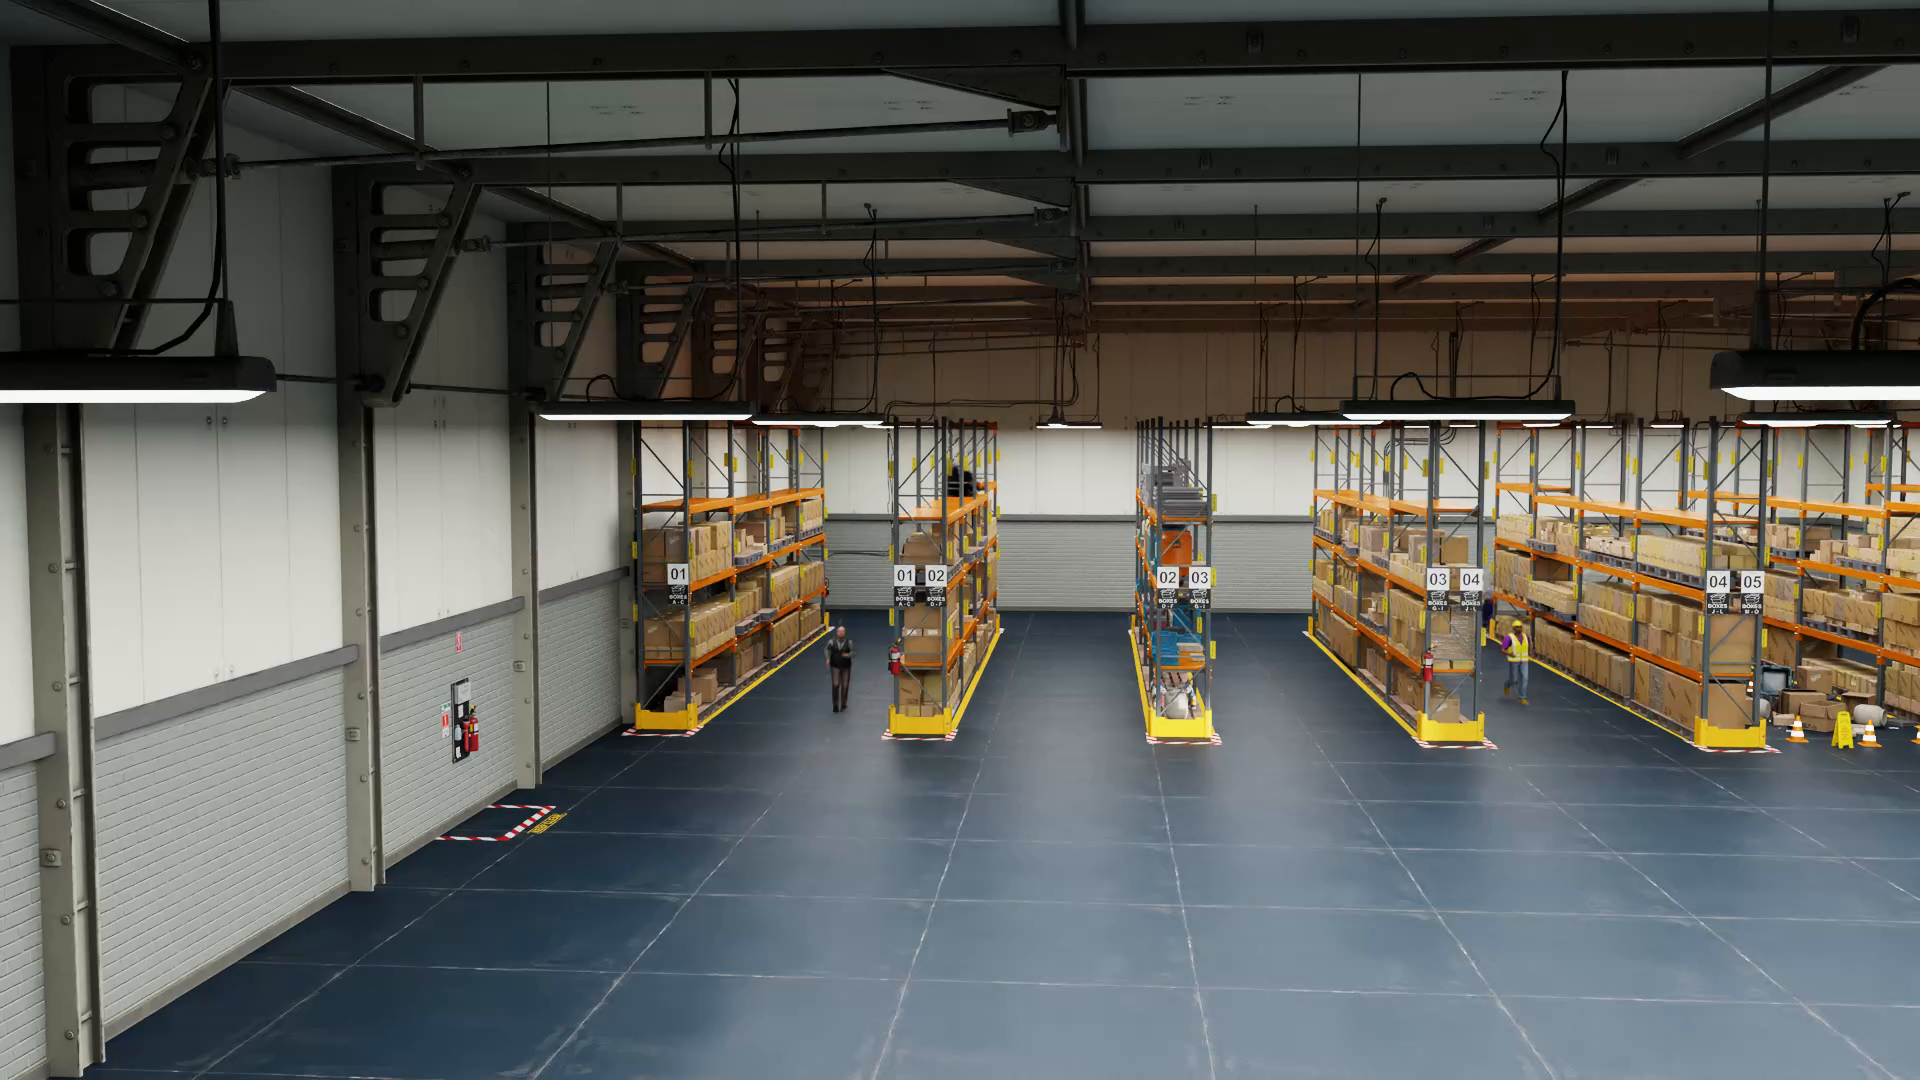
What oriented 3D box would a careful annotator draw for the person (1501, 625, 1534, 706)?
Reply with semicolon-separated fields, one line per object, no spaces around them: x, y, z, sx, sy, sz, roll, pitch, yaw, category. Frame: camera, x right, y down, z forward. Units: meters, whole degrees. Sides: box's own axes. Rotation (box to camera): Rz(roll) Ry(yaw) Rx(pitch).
11.766;2.582;35.036;0.713;1.704;0.966;0;4;-4;person

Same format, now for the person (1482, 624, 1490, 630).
15.191;2.465;47.831;0.461;0.325;0.373;1;4;16;person

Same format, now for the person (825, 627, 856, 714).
-2.434;2.654;33.905;0.624;1.780;0.752;-1;4;-8;person
